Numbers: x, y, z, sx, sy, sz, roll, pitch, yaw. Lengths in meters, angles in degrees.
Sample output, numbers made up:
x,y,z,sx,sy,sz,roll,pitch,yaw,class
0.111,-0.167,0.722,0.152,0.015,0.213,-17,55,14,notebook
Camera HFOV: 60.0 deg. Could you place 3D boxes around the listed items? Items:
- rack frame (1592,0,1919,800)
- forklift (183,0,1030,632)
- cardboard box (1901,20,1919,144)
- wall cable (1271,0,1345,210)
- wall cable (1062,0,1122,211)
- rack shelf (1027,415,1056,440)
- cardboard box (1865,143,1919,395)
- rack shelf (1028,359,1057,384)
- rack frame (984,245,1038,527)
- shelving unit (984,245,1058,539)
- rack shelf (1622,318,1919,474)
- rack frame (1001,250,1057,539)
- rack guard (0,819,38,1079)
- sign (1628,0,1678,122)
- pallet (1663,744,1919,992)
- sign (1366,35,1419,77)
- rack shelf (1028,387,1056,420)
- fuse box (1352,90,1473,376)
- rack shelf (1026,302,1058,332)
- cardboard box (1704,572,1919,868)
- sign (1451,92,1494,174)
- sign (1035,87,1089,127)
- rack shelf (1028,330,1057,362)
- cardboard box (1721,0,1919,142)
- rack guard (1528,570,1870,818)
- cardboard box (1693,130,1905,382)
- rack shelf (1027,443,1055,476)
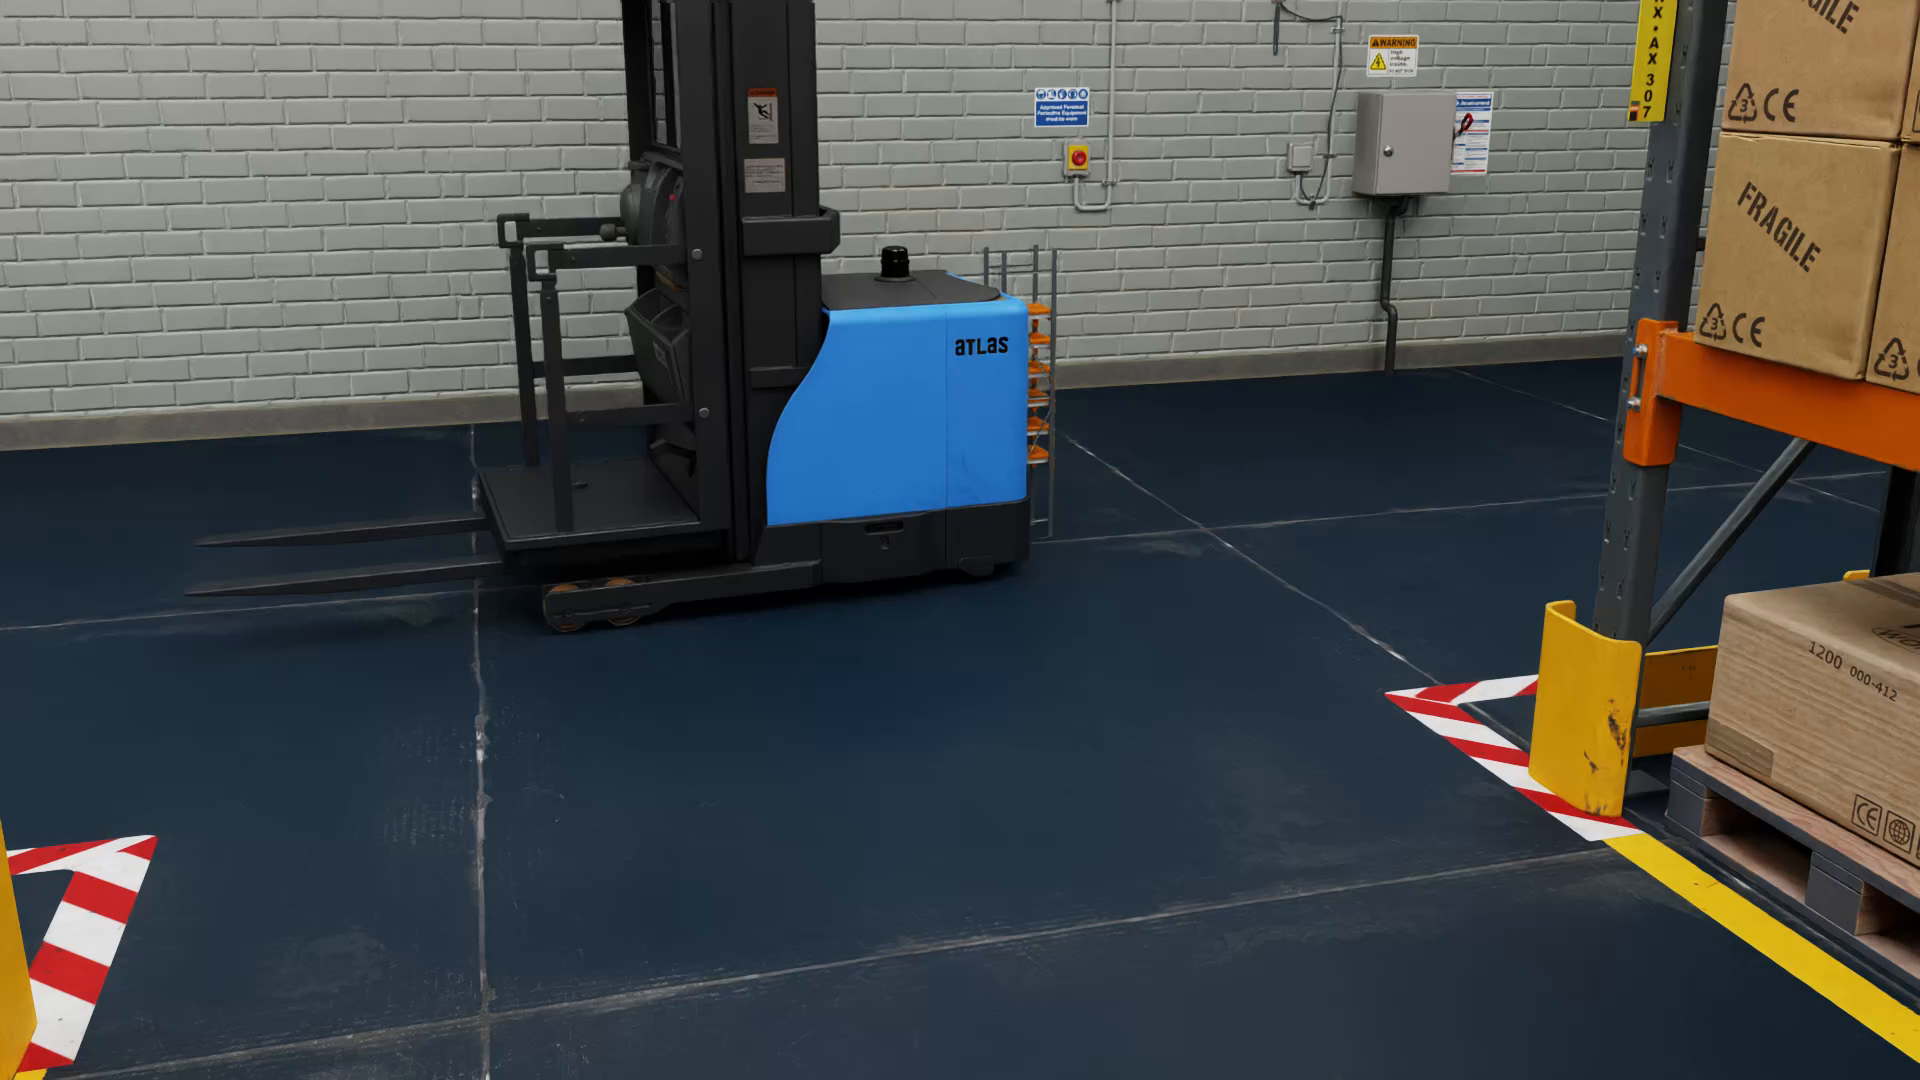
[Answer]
x,y,z,sx,sy,sz,roll,pitch,yaw,class
2.218,-0.773,4.312,1.000,3.000,0.127,-5,17,-15,rack frame
-1.300,-1.250,6.017,3.031,2.935,1.130,-6,18,-19,forklift
2.225,-1.002,3.162,0.500,0.500,0.500,-5,17,-17,cardboard box
2.006,-2.933,9.736,0.588,1.984,0.122,-5,17,-15,wall cable
0.646,-2.832,9.347,0.585,1.953,0.123,-5,17,-15,wall cable
0.242,-0.439,6.901,0.258,0.103,0.180,-7,18,-21,rack shelf
2.240,-0.528,3.321,0.500,0.500,0.500,-5,17,-16,cardboard box
0.242,-0.669,6.832,0.258,0.103,0.180,-7,18,-21,rack shelf
0.208,-0.621,6.935,0.240,1.200,0.006,-7,18,-21,rack frame
0.242,-0.597,6.854,0.258,1.200,0.189,-7,18,-21,shelving unit
2.768,0.125,2.573,1.077,0.370,4.000,-5,17,-15,rack shelf
0.276,-0.572,6.772,0.240,1.200,0.006,-7,18,-21,rack frame
-2.493,0.864,3.205,1.175,0.500,0.348,-5,17,-15,rack guard
1.683,-1.183,4.035,0.100,0.325,0.005,-5,17,-15,sign
2.513,0.777,3.997,1.003,0.211,1.213,-5,17,-15,pallet
2.596,-2.905,9.974,0.339,0.242,0.001,-5,17,-15,sign
0.242,-0.554,6.867,0.258,0.103,0.180,-7,18,-21,rack shelf
2.706,-1.840,10.102,0.539,1.711,0.414,-5,17,-15,fuse box
0.242,-0.899,6.763,0.258,0.103,0.180,-7,18,-21,rack shelf
2.496,0.428,4.038,0.875,0.438,0.875,-5,18,-17,cardboard box
3.124,-2.507,10.251,0.329,0.494,0.001,-5,17,-15,sign
0.583,-2.473,9.503,0.327,0.218,0.001,-5,17,-15,sign
0.242,-0.784,6.797,0.258,0.103,0.180,-7,18,-21,rack shelf
2.076,-1.145,3.636,0.500,0.500,0.500,-5,17,-16,cardboard box
2.211,0.417,4.693,1.175,0.500,0.348,-5,17,-15,rack guard
2.074,-0.665,3.780,0.500,0.500,0.500,-5,17,-16,cardboard box
0.242,-0.325,6.936,0.258,0.103,0.180,-7,18,-21,rack shelf
